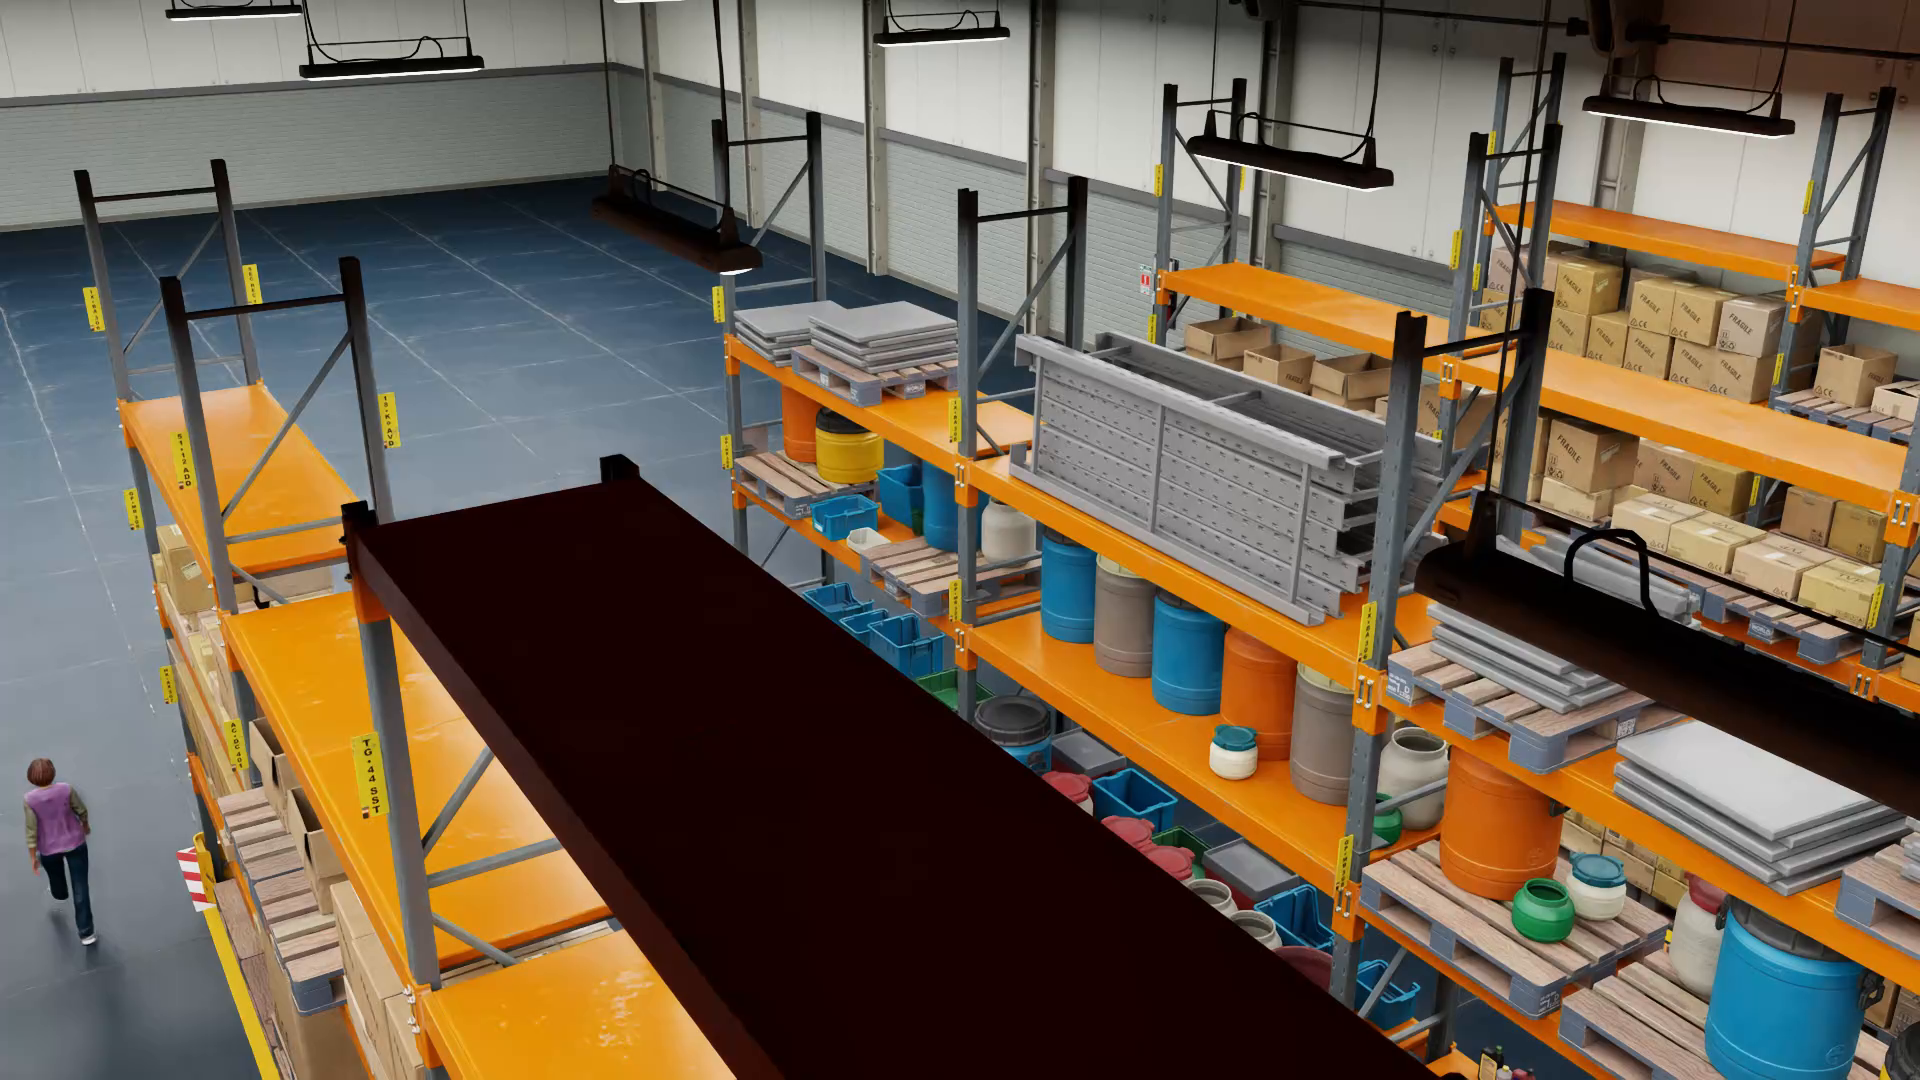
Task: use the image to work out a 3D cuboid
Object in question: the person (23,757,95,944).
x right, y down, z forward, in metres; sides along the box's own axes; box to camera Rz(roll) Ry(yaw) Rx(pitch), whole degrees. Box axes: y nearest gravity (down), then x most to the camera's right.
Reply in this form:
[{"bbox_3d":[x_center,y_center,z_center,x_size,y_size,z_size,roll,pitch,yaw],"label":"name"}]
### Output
[{"bbox_3d":[-7.195,2.383,13.324,0.450,1.547,0.970,-10,24,-24],"label":"person"}]
